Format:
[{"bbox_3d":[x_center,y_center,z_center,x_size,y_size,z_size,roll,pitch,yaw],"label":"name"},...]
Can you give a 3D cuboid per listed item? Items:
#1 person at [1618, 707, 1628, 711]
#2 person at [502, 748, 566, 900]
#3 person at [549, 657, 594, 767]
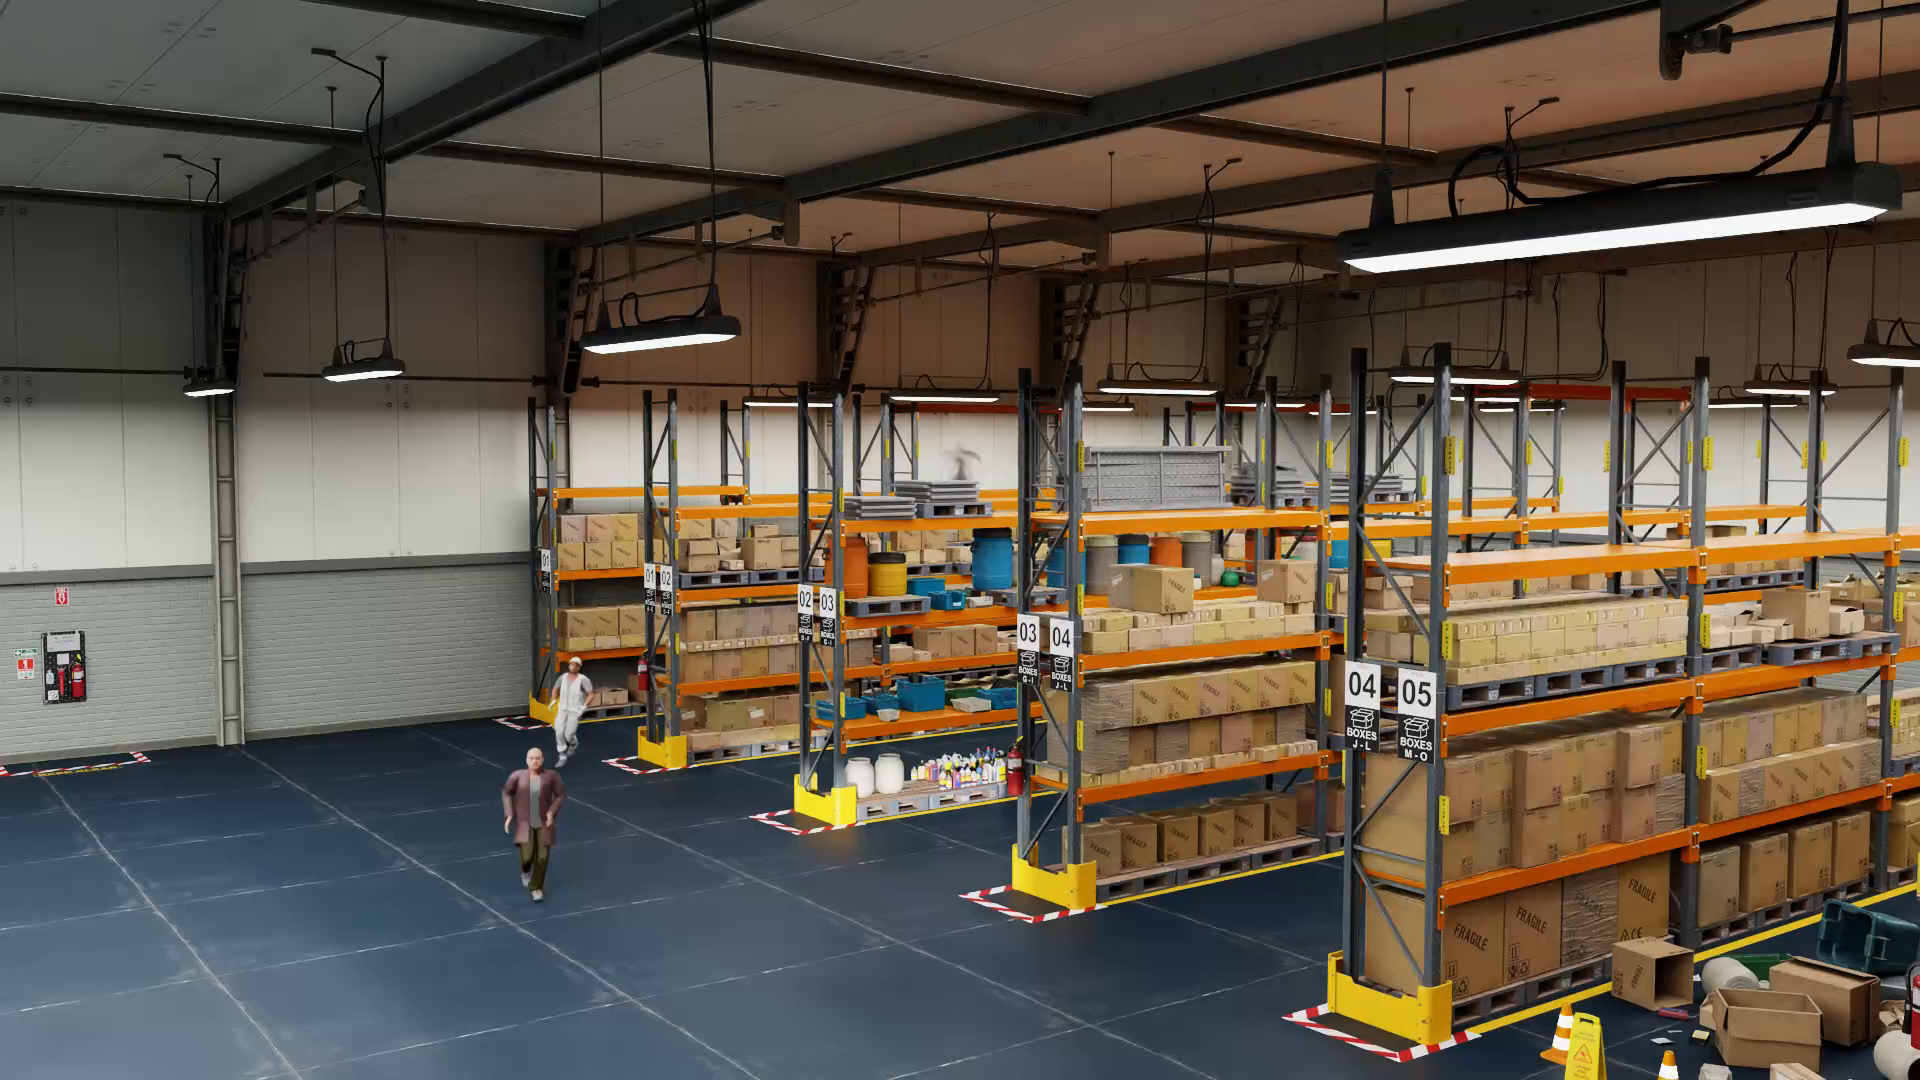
[{"bbox_3d":[8.793,2.967,22.327,0.590,1.727,0.648,-3,4,-40],"label":"person"},{"bbox_3d":[-4.795,3.197,18.737,0.696,1.724,0.671,-1,4,-16],"label":"person"},{"bbox_3d":[-6.200,2.731,26.602,0.715,1.741,0.601,0,3,8],"label":"person"}]
